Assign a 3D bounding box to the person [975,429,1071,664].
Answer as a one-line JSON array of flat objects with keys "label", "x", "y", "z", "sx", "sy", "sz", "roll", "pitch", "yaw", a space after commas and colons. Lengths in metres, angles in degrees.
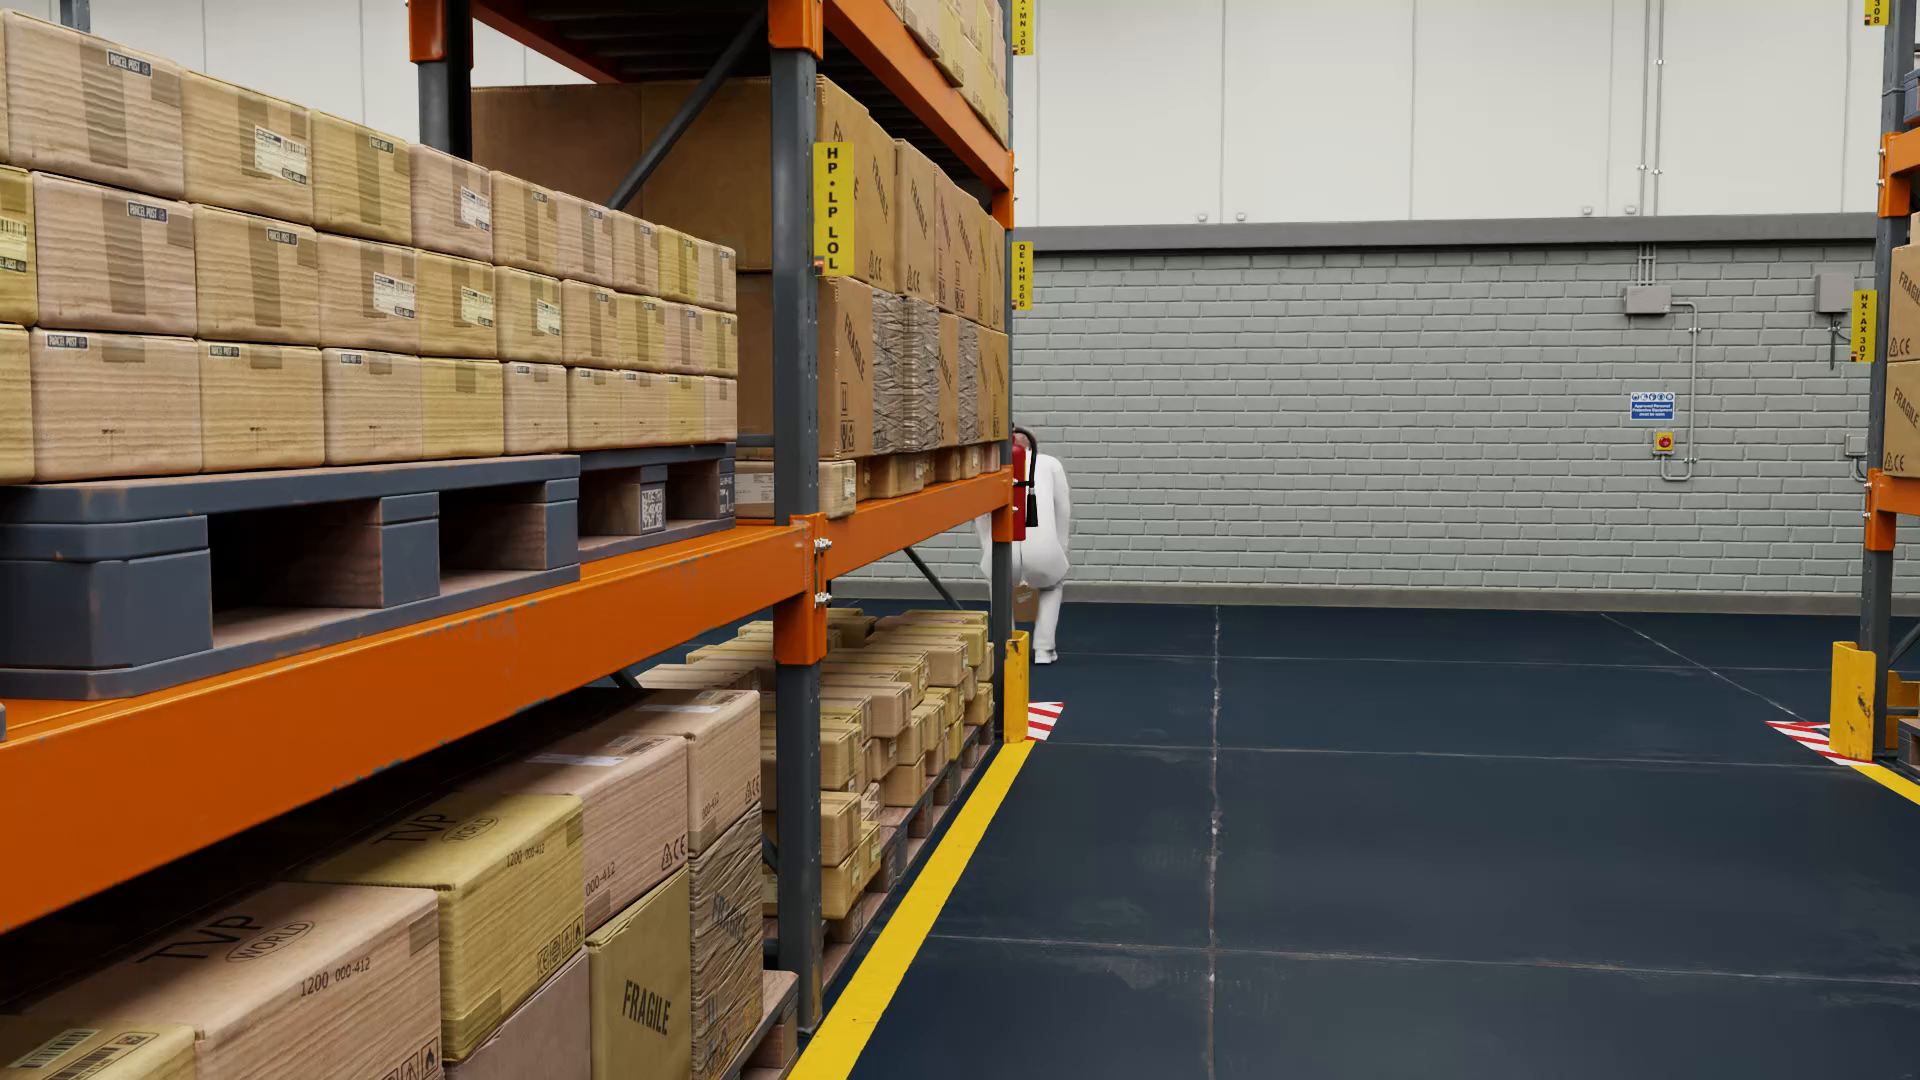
[{"label": "person", "x": 0.386, "y": 0.038, "z": 10.605, "sx": 0.630, "sy": 1.476, "sz": 0.679, "roll": 1, "pitch": 4, "yaw": 9}]
